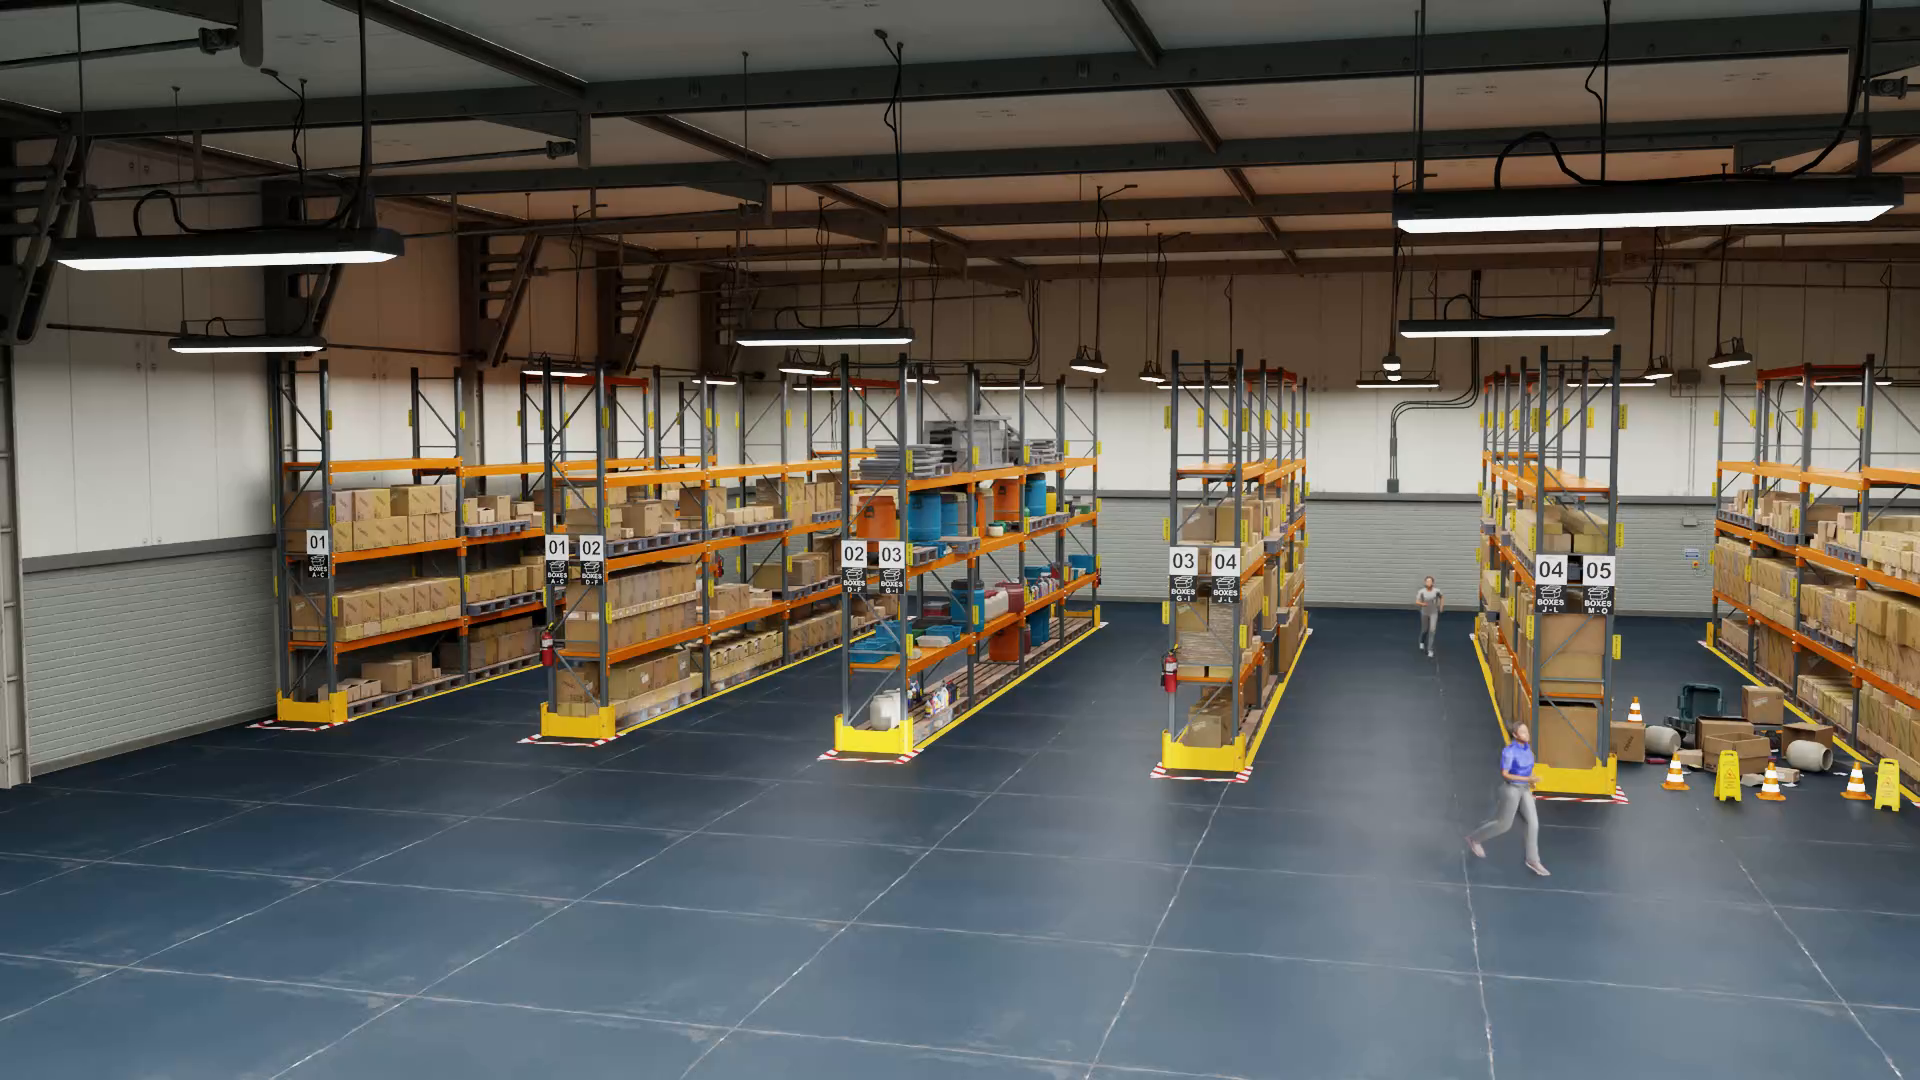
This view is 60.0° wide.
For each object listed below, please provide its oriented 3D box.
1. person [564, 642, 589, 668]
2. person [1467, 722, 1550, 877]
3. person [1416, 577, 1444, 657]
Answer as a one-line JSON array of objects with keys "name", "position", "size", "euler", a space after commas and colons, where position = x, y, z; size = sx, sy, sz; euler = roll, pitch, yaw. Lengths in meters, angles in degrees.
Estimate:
[{"name": "person", "position": [-6.906, 1.951, 30.509], "size": [0.697, 1.714, 0.609], "euler": [1, 4, 11]}, {"name": "person", "position": [6.166, 2.888, 18.576], "size": [0.588, 1.588, 0.935], "euler": [-3, 5, -36]}, {"name": "person", "position": [10.034, 1.611, 35.546], "size": [0.577, 1.684, 0.968], "euler": [1, 4, 14]}]
